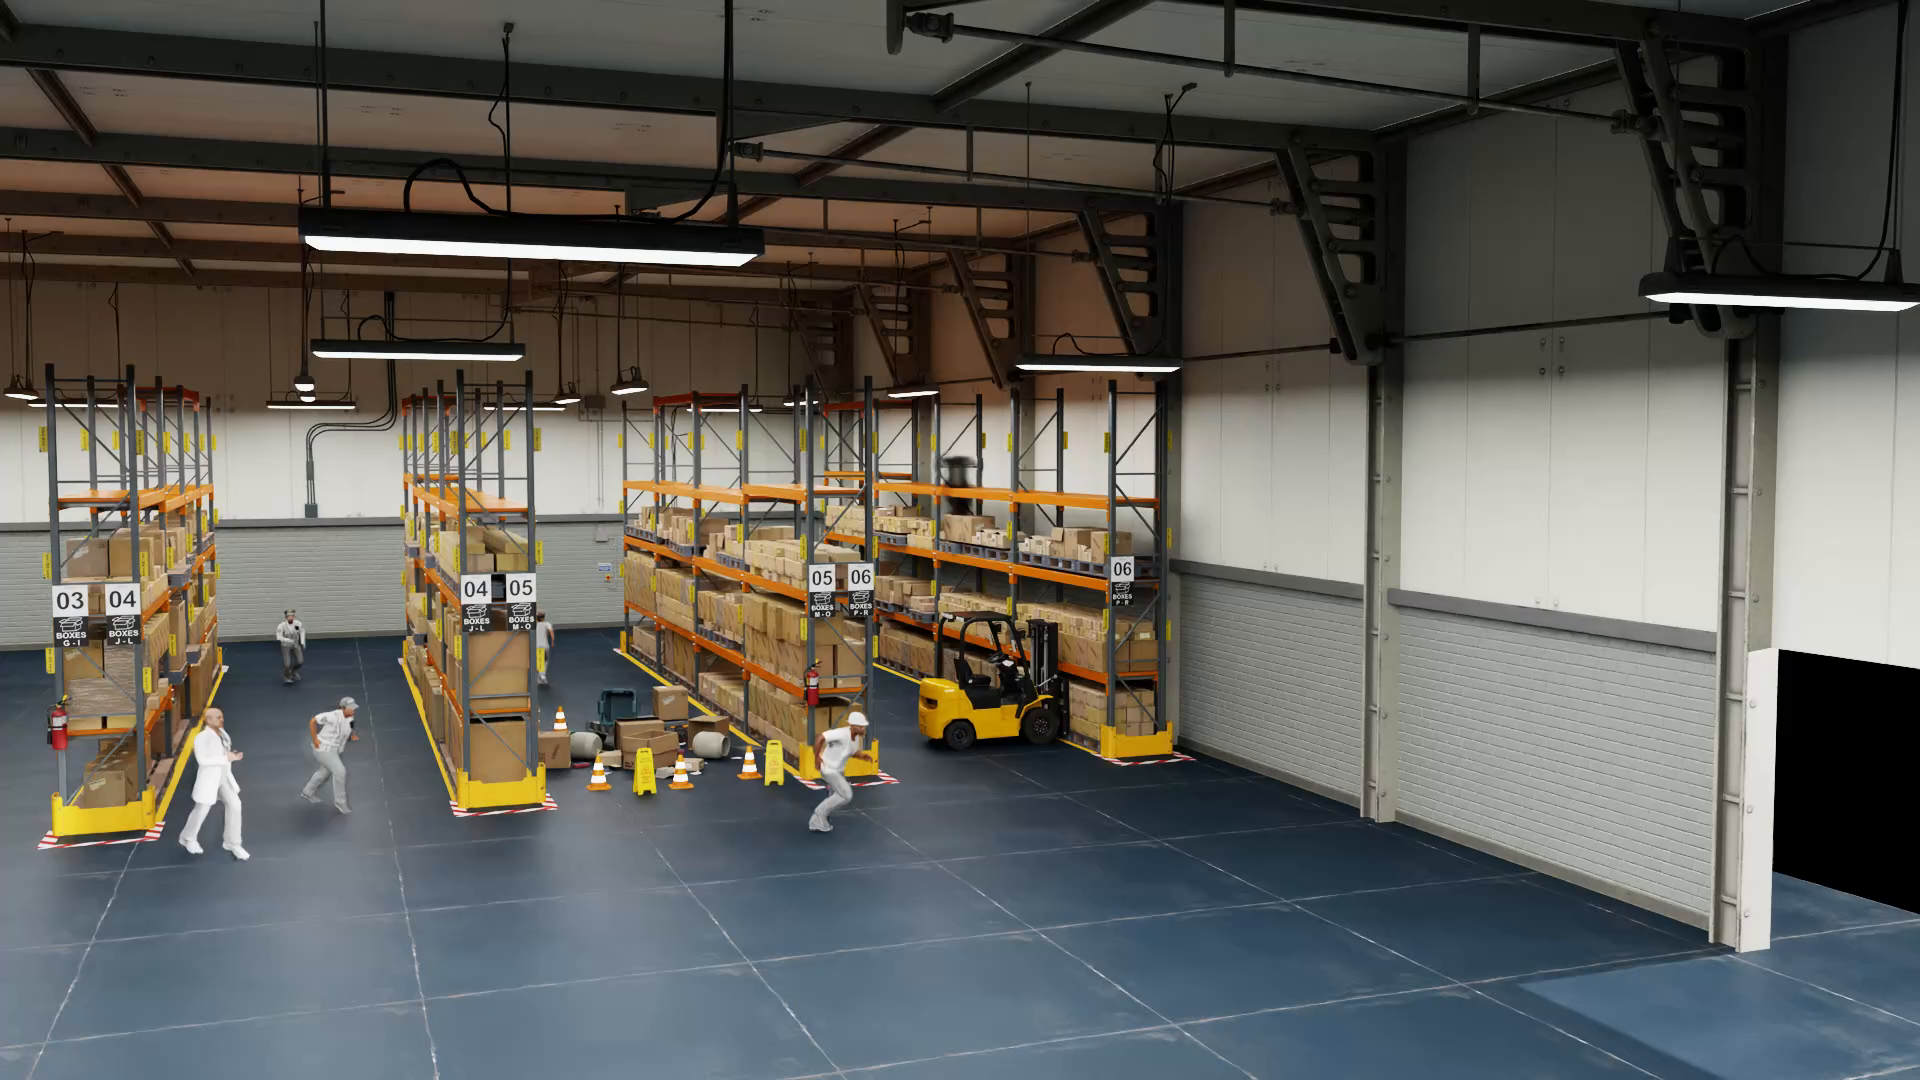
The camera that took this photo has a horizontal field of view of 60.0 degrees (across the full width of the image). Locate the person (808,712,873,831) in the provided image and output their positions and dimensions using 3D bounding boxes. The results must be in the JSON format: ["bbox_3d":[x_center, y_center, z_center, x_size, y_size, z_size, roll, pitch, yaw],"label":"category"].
[{"bbox_3d":[-1.559,2.967,21.196,0.872,1.578,0.738,1,4,23],"label":"person"}]

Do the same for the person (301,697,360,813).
[{"bbox_3d":[-8.595,2.927,22.603,1.016,1.627,0.654,1,4,21],"label":"person"}]

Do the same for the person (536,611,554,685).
[{"bbox_3d":[-8.610,2.258,34.077,0.558,1.521,1.038,-1,3,-12],"label":"person"}]

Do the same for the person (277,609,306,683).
[{"bbox_3d":[-13.866,2.204,34.480,0.605,1.575,0.740,-2,4,-35],"label":"person"}]

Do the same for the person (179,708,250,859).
[{"bbox_3d":[-9.018,2.926,20.009,0.932,1.831,0.670,1,4,19],"label":"person"}]
